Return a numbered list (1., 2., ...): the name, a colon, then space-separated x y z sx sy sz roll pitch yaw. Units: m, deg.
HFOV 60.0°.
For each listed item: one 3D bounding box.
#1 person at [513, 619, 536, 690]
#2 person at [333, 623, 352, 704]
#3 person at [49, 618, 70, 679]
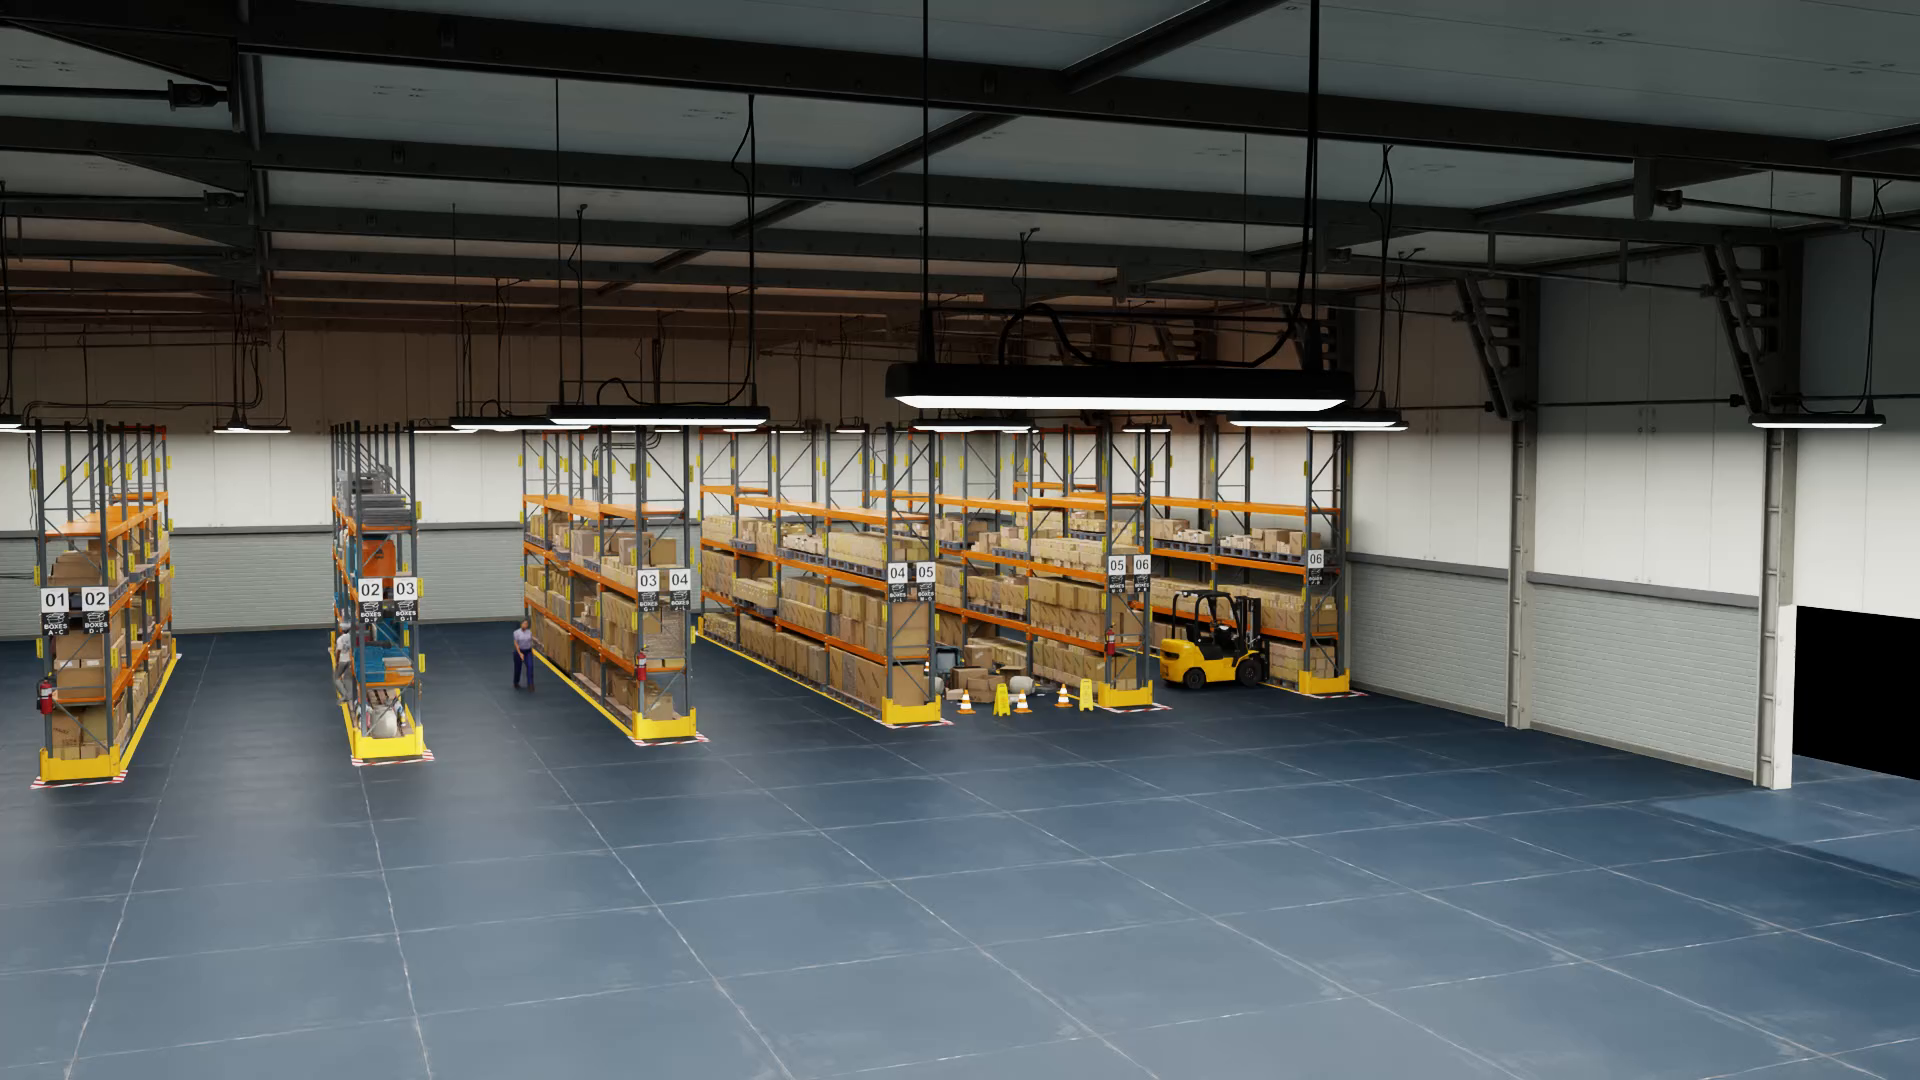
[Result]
1. person: -9.833 2.569 37.542 0.481 1.585 0.984 -2 4 -35
2. person: -12.737 2.563 34.497 0.437 1.649 0.506 3 5 42
3. person: -20.964 2.424 38.818 0.632 1.752 0.703 -1 4 -19
